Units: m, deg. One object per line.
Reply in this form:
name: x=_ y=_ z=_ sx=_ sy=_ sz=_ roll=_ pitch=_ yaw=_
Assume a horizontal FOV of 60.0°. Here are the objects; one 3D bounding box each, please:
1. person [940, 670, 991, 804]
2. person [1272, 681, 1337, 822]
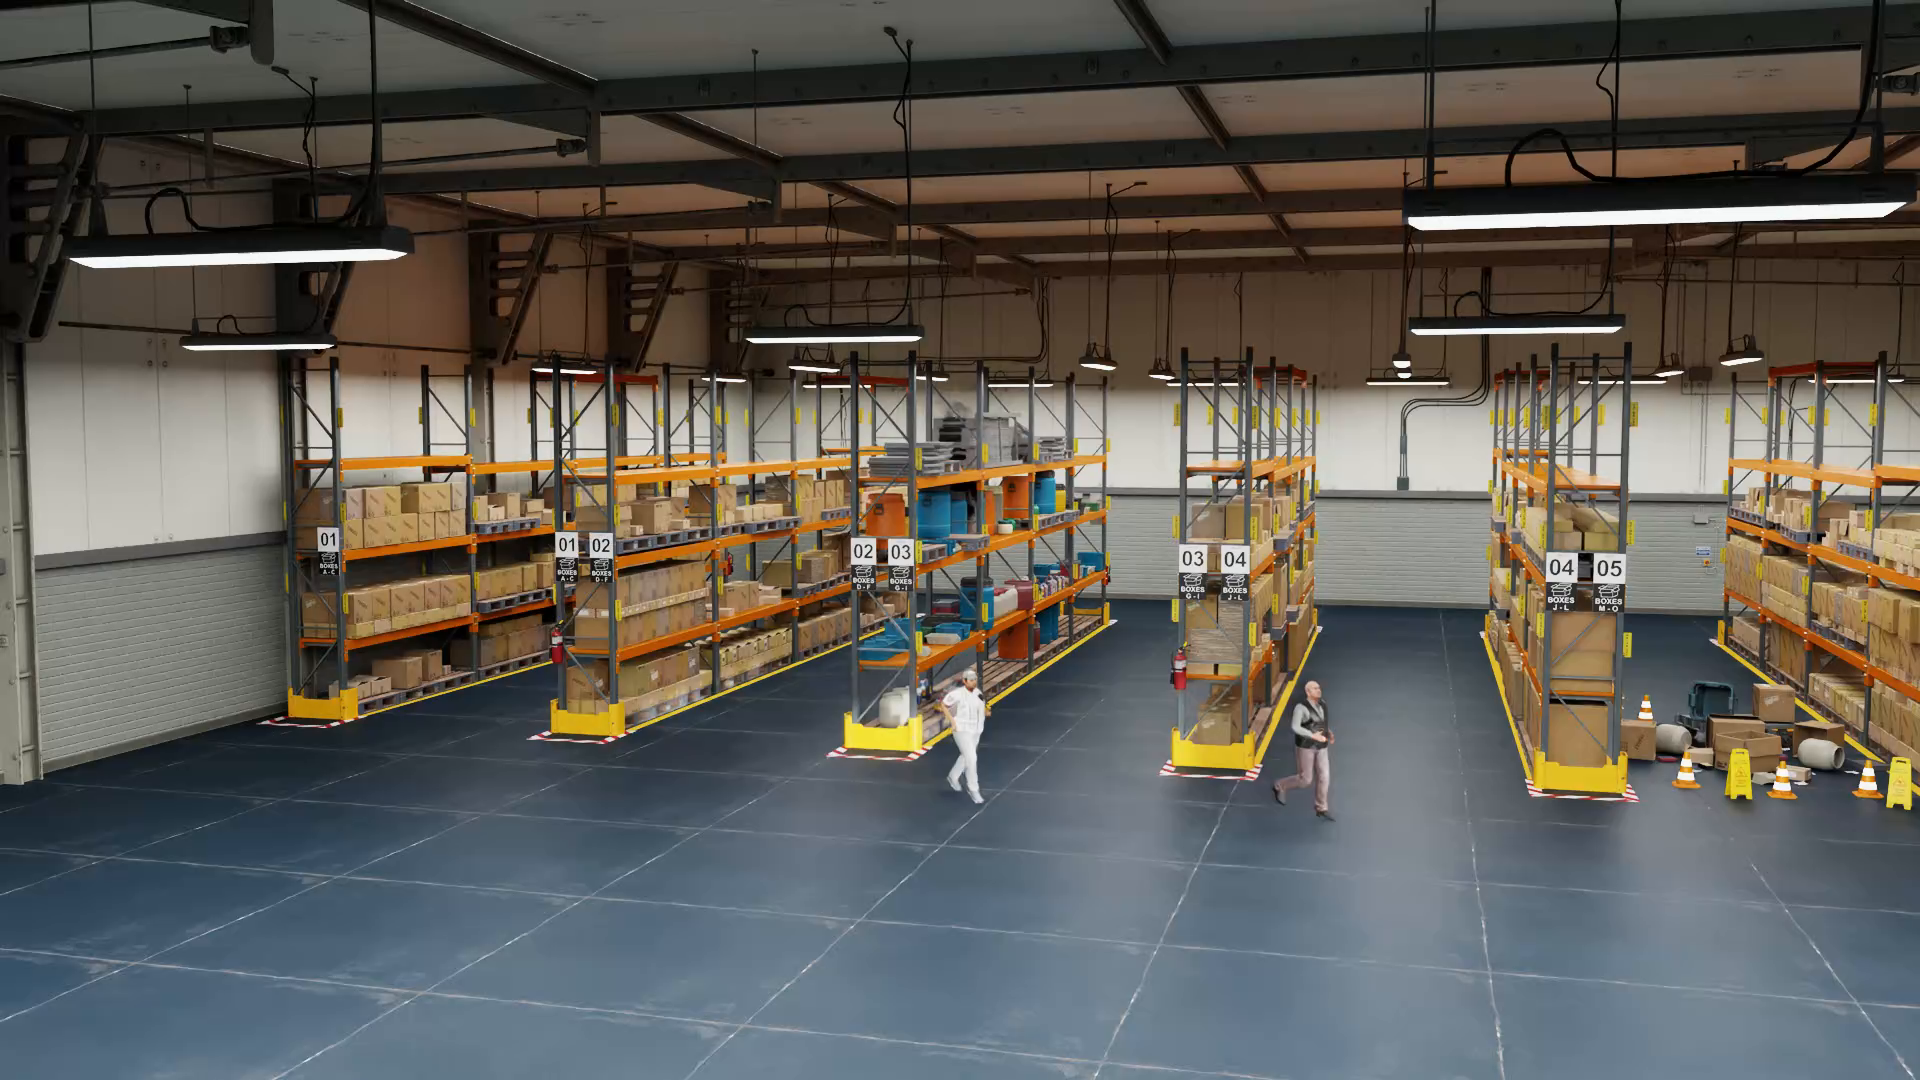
person: x=0.093 y=2.569 z=21.937 sx=0.593 sy=1.713 sz=0.826 roll=-4 pitch=6 yaw=-45
person: x=4.386 y=2.623 z=20.911 sx=0.670 sy=1.725 sz=0.889 roll=-3 pitch=5 yaw=-36
